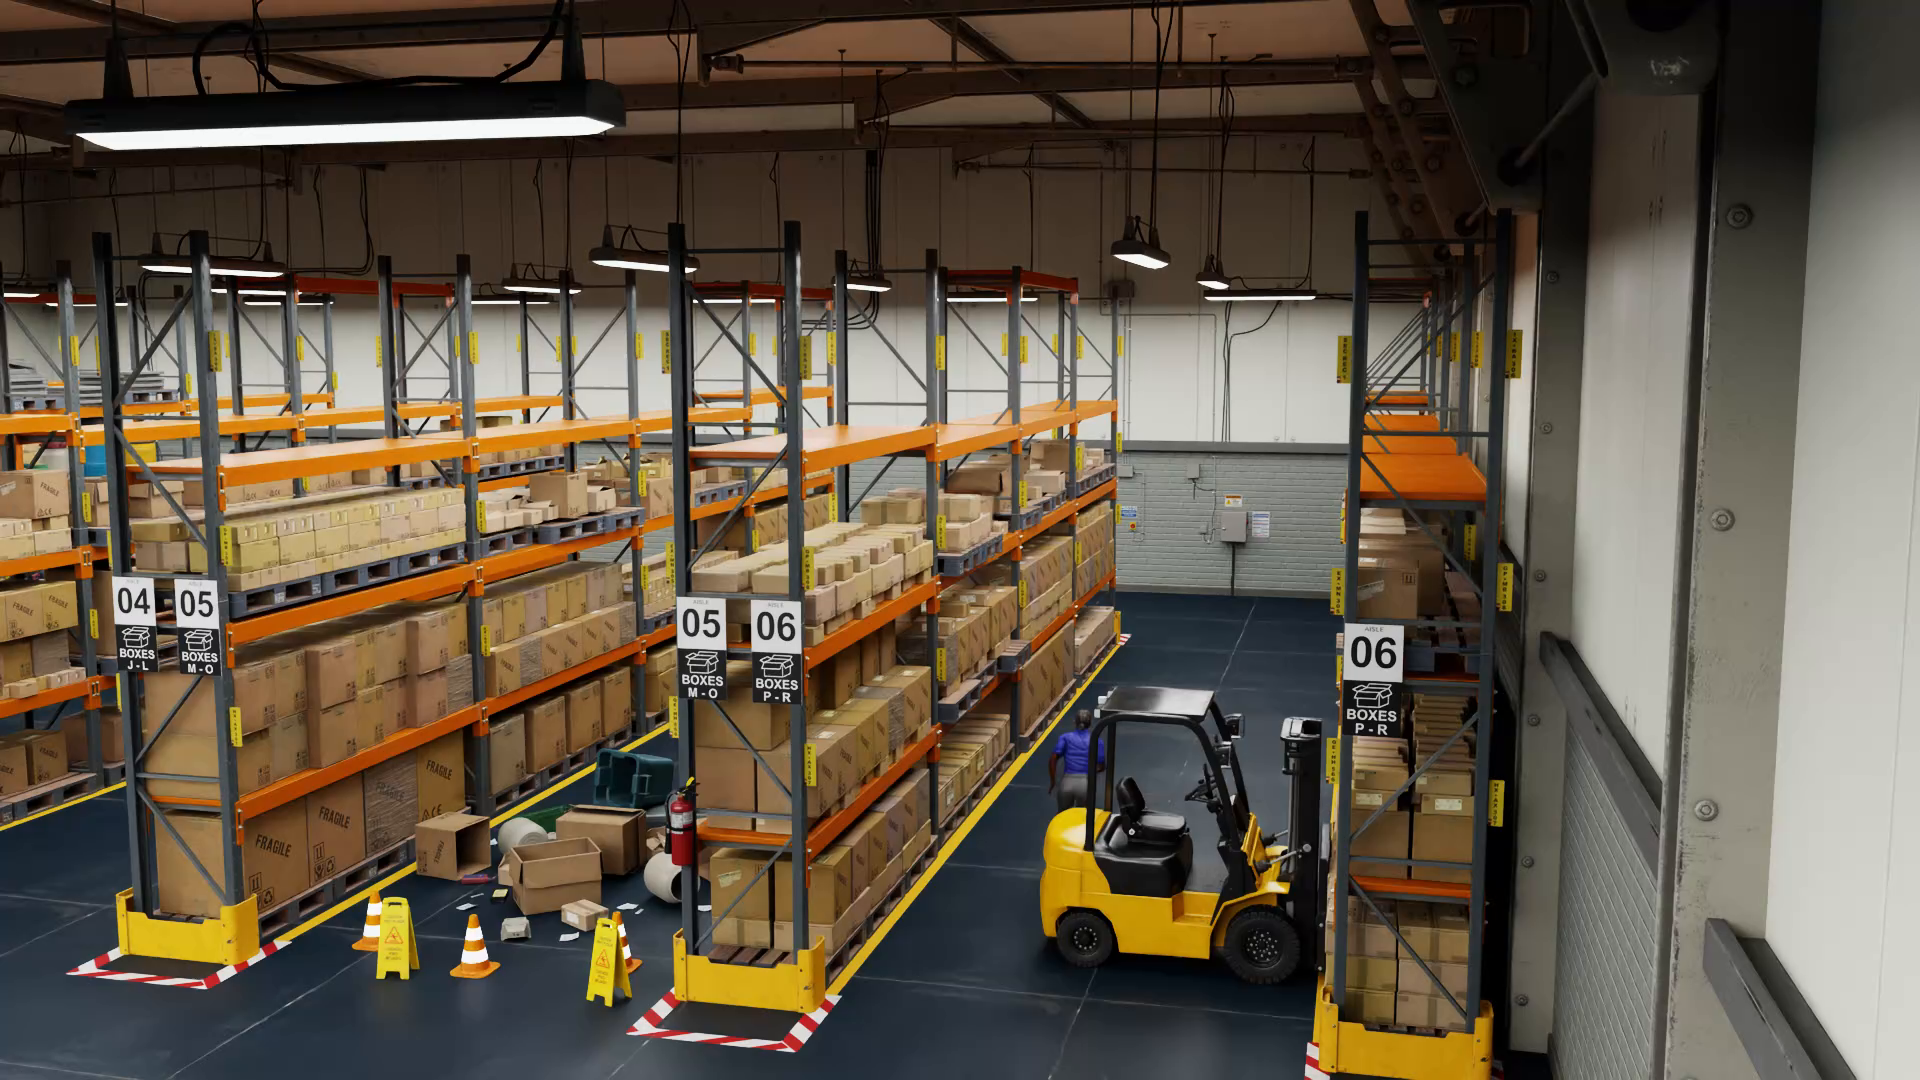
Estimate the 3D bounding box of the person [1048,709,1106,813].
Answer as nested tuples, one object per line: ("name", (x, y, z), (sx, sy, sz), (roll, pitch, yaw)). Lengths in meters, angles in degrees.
("person", (1.148, 2.434, 16.271), (0.550, 1.540, 0.730), (2, 7, 15))
